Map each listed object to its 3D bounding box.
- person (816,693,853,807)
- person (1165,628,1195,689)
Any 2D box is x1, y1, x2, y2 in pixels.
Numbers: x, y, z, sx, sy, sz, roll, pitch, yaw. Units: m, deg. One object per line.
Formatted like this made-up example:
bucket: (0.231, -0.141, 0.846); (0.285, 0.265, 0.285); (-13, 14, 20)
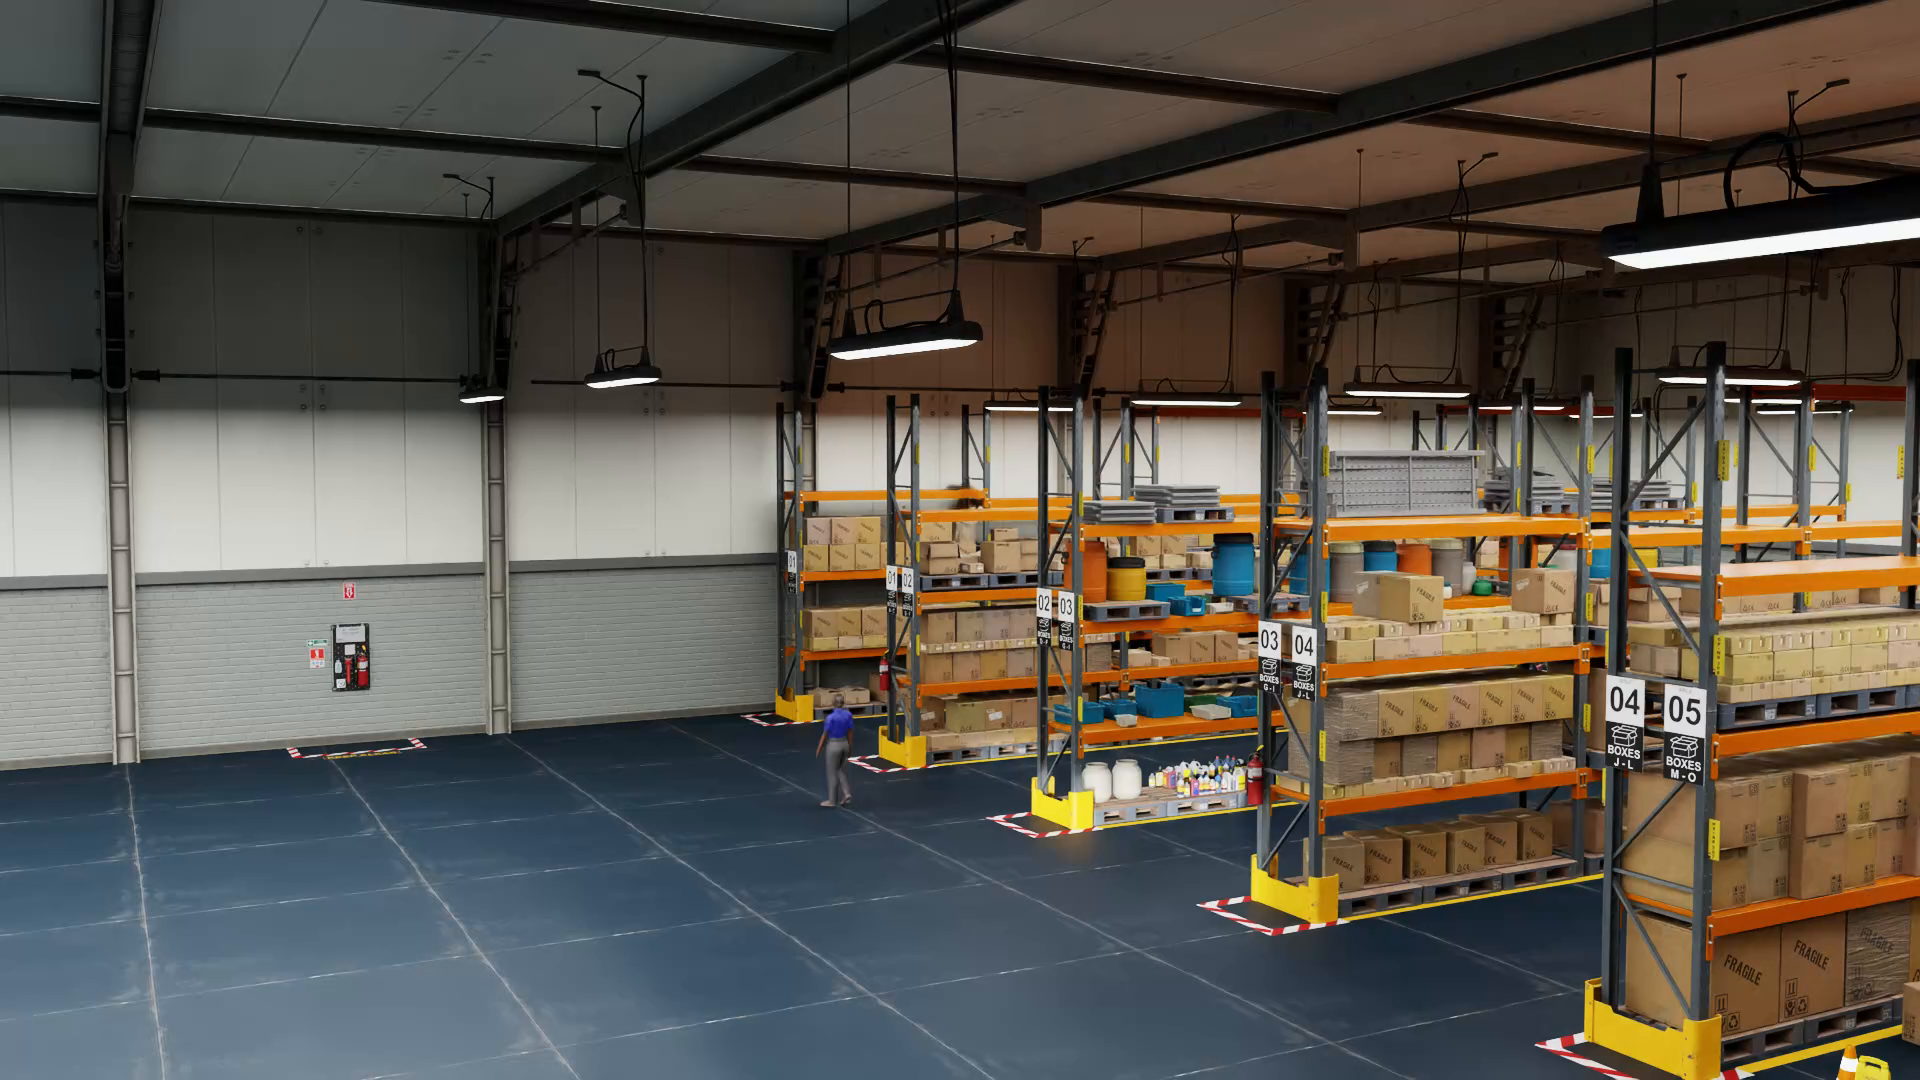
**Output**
person: (-1.792, 3.006, 23.773); (0.454, 1.669, 0.493); (2, 4, 35)
person: (4.236, 2.498, 32.032); (0.985, 1.773, 0.576); (-2, 4, -27)
